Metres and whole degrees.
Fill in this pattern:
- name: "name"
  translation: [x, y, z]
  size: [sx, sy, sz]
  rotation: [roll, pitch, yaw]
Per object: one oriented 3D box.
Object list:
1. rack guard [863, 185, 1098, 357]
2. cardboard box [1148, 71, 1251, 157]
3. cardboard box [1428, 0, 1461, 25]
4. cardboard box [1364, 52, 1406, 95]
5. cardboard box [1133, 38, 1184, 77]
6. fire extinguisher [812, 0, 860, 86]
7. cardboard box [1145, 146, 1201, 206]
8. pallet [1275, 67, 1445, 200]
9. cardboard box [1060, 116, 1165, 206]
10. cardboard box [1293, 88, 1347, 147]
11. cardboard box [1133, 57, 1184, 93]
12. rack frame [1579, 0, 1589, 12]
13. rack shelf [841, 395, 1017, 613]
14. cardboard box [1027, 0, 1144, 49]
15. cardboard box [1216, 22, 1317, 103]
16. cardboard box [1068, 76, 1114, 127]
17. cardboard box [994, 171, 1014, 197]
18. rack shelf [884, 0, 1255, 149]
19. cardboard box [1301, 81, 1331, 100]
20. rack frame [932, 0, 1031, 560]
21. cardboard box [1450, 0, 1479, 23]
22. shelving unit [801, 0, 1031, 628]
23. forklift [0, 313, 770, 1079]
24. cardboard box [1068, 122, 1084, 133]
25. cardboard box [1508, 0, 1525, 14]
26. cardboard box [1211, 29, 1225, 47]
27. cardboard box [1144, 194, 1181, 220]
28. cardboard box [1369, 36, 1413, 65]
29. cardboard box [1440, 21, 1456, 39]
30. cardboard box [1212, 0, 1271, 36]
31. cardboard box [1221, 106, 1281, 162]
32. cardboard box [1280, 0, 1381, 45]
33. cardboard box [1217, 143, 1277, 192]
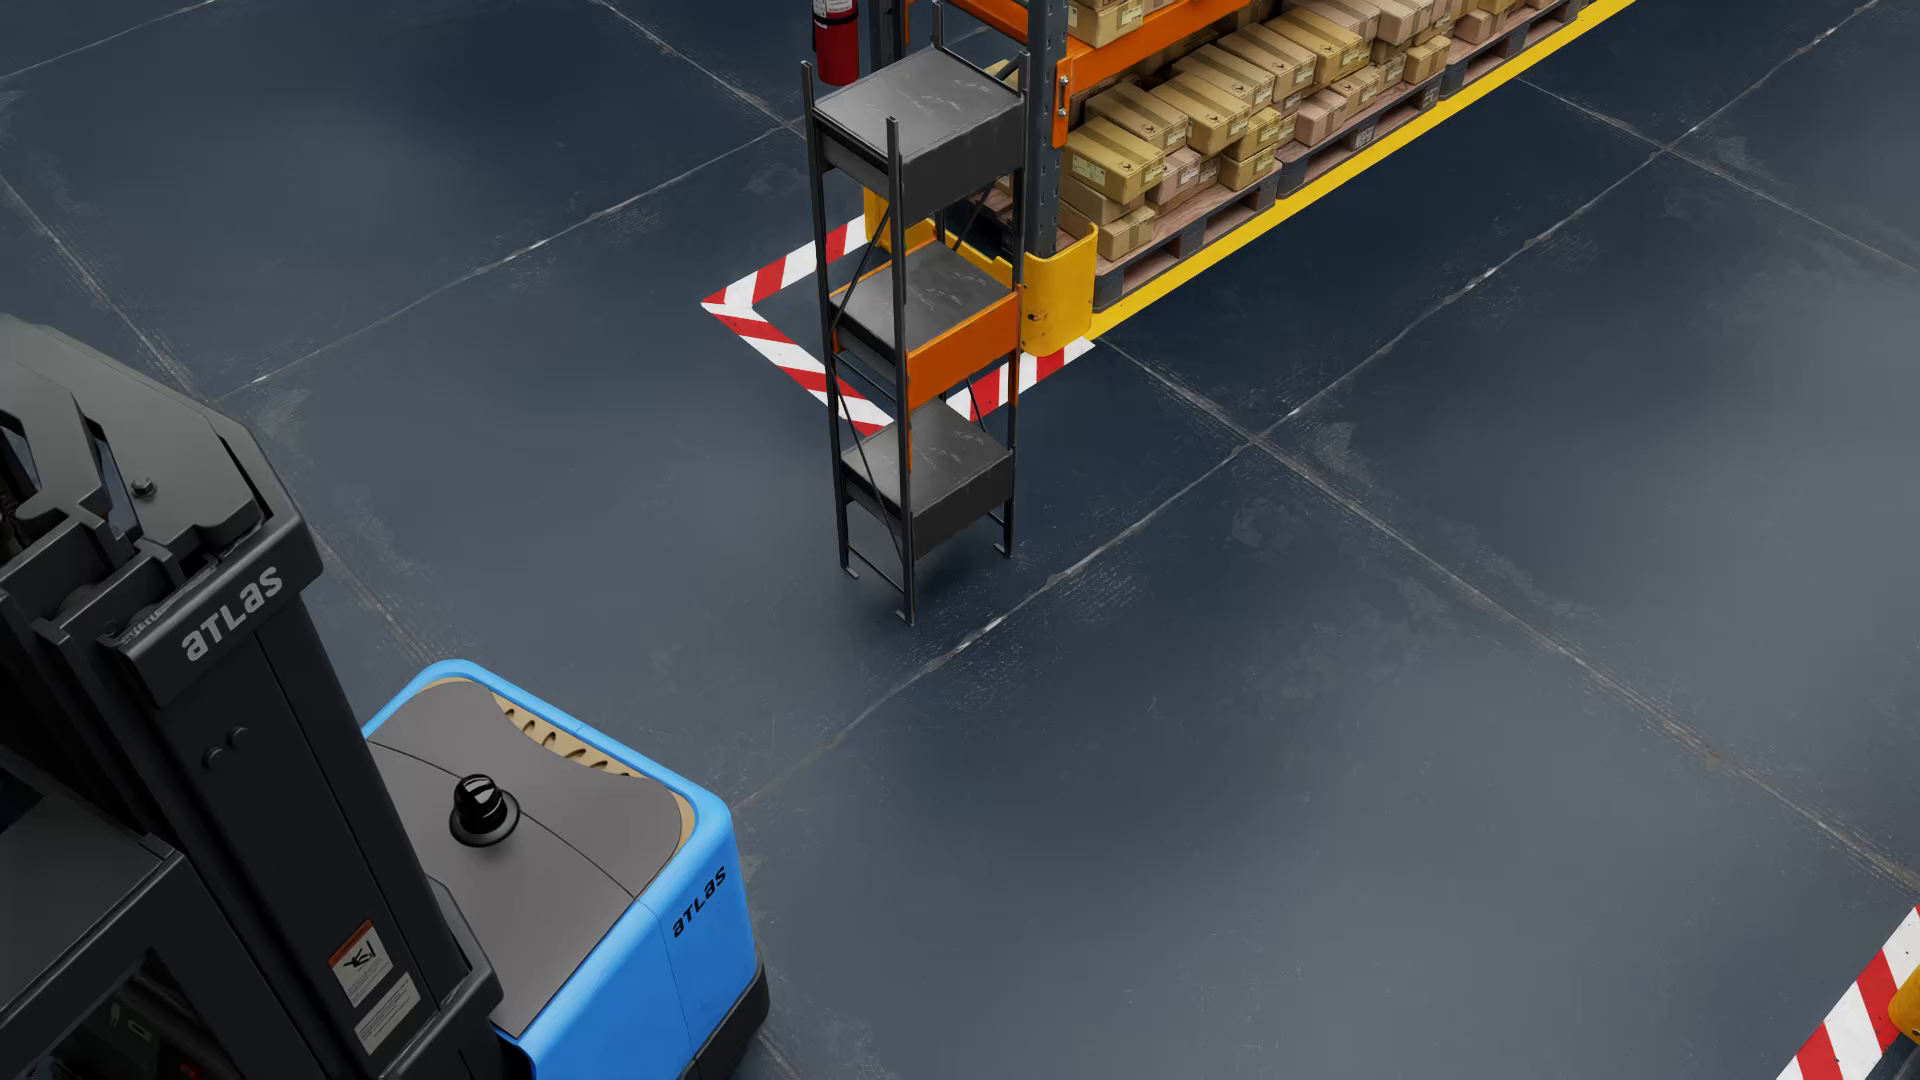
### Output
- name: "rack guard"
  translation: [0.066, -1.318, 7.126]
  size: [0.348, 0.500, 1.175]
  rotation: [-34, 56, -27]
- name: "cardboard box"
  translation: [1.022, -1.836, 7.152]
  size: [0.250, 0.149, 0.380]
  rotation: [-34, 56, -27]
- name: "cardboard box"
  translation: [2.157, -2.620, 7.876]
  size: [0.380, 0.149, 0.250]
  rotation: [36, 57, 29]
- name: "cardboard box"
  translation: [1.904, -2.298, 7.983]
  size: [0.250, 0.149, 0.380]
  rotation: [-33, 55, -27]
- name: "cardboard box"
  translation: [0.796, -2.288, 7.570]
  size: [0.250, 0.149, 0.380]
  rotation: [-36, 57, -28]
- name: "fire extinguisher"
  translation: [-0.487, -2.101, 6.454]
  size: [0.183, 0.674, 0.296]
  rotation: [-34, 56, -27]
- name: "cardboard box"
  translation: [0.811, -1.628, 7.163]
  size: [0.250, 0.149, 0.380]
  rotation: [-34, 56, -27]
- name: "pallet"
  translation: [1.593, -2.202, 8.138]
  size: [1.213, 0.211, 1.003]
  rotation: [-34, 56, -27]
- name: "cardboard box"
  translation: [0.626, -1.579, 6.916]
  size: [0.250, 0.149, 0.380]
  rotation: [-36, 57, -29]
- name: "cardboard box"
  translation: [1.561, -2.009, 7.717]
  size: [0.380, 0.149, 0.250]
  rotation: [36, 57, 29]
- name: "cardboard box"
  translation: [0.860, -2.155, 7.649]
  size: [0.250, 0.149, 0.380]
  rotation: [-34, 56, -28]
- name: "rack frame"
  translation: [2.969, -4.105, 7.997]
  size: [0.127, 3.000, 1.000]
  rotation: [-34, 56, -27]
- name: "rack shelf"
  translation: [-0.122, -0.146, 5.927]
  size: [0.480, 0.518, 0.431]
  rotation: [-34, 56, -27]
- name: "cardboard box"
  translation: [0.470, -2.024, 6.248]
  size: [0.250, 0.149, 0.380]
  rotation: [-34, 56, -27]
- name: "cardboard box"
  translation: [1.361, -2.136, 7.429]
  size: [0.250, 0.149, 0.380]
  rotation: [-32, 55, -26]
- name: "cardboard box"
  translation: [0.455, -1.998, 7.301]
  size: [0.250, 0.149, 0.380]
  rotation: [-33, 55, -26]
- name: "cardboard box"
  translation: [0.259, -1.677, 7.410]
  size: [0.250, 0.149, 0.380]
  rotation: [-33, 55, -27]
- name: "rack shelf"
  translation: [1.489, -2.873, 7.349]
  size: [4.000, 0.370, 1.077]
  rotation: [-34, 56, -27]
- name: "cardboard box"
  translation: [1.500, -2.205, 7.695]
  size: [0.250, 0.149, 0.380]
  rotation: [-31, 54, -25]
- name: "rack frame"
  translation: [0.058, -0.751, 5.514]
  size: [0.015, 2.100, 0.400]
  rotation: [-34, 56, -27]
- name: "cardboard box"
  translation: [2.320, -2.700, 8.152]
  size: [0.250, 0.149, 0.380]
  rotation: [-33, 55, -27]
- name: "shelving unit"
  translation: [-0.122, -0.630, 5.403]
  size: [0.503, 2.100, 0.431]
  rotation: [-34, 56, -27]
- name: "forklift"
  translation: [-1.758, 1.142, 3.202]
  size: [1.130, 2.935, 3.031]
  rotation: [24, 52, 21]
- name: "cardboard box"
  translation: [0.438, -1.920, 7.432]
  size: [0.250, 0.149, 0.380]
  rotation: [-35, 56, -28]
- name: "cardboard box"
  translation: [2.660, -2.819, 8.464]
  size: [0.250, 0.149, 0.380]
  rotation: [-32, 55, -26]
- name: "cardboard box"
  translation: [1.168, -2.458, 7.929]
  size: [0.250, 0.149, 0.380]
  rotation: [-31, 55, -25]
- name: "cardboard box"
  translation: [0.751, -1.562, 7.305]
  size: [0.250, 0.149, 0.380]
  rotation: [-34, 56, -27]
- name: "cardboard box"
  translation: [1.933, -2.442, 7.914]
  size: [0.380, 0.149, 0.250]
  rotation: [36, 57, 29]
- name: "cardboard box"
  translation: [2.231, -2.589, 8.252]
  size: [0.250, 0.149, 0.380]
  rotation: [-35, 56, -28]
- name: "cardboard box"
  translation: [1.227, -2.521, 7.785]
  size: [0.250, 0.149, 0.380]
  rotation: [-36, 57, -28]
- name: "cardboard box"
  translation: [1.195, -1.865, 7.382]
  size: [0.250, 0.149, 0.380]
  rotation: [-32, 55, -26]
- name: "cardboard box"
  translation: [1.708, -2.417, 7.689]
  size: [0.250, 0.149, 0.380]
  rotation: [-34, 56, -27]
- name: "cardboard box"
  translation: [1.193, -1.756, 7.483]
  size: [0.250, 0.149, 0.380]
  rotation: [-33, 55, -27]
